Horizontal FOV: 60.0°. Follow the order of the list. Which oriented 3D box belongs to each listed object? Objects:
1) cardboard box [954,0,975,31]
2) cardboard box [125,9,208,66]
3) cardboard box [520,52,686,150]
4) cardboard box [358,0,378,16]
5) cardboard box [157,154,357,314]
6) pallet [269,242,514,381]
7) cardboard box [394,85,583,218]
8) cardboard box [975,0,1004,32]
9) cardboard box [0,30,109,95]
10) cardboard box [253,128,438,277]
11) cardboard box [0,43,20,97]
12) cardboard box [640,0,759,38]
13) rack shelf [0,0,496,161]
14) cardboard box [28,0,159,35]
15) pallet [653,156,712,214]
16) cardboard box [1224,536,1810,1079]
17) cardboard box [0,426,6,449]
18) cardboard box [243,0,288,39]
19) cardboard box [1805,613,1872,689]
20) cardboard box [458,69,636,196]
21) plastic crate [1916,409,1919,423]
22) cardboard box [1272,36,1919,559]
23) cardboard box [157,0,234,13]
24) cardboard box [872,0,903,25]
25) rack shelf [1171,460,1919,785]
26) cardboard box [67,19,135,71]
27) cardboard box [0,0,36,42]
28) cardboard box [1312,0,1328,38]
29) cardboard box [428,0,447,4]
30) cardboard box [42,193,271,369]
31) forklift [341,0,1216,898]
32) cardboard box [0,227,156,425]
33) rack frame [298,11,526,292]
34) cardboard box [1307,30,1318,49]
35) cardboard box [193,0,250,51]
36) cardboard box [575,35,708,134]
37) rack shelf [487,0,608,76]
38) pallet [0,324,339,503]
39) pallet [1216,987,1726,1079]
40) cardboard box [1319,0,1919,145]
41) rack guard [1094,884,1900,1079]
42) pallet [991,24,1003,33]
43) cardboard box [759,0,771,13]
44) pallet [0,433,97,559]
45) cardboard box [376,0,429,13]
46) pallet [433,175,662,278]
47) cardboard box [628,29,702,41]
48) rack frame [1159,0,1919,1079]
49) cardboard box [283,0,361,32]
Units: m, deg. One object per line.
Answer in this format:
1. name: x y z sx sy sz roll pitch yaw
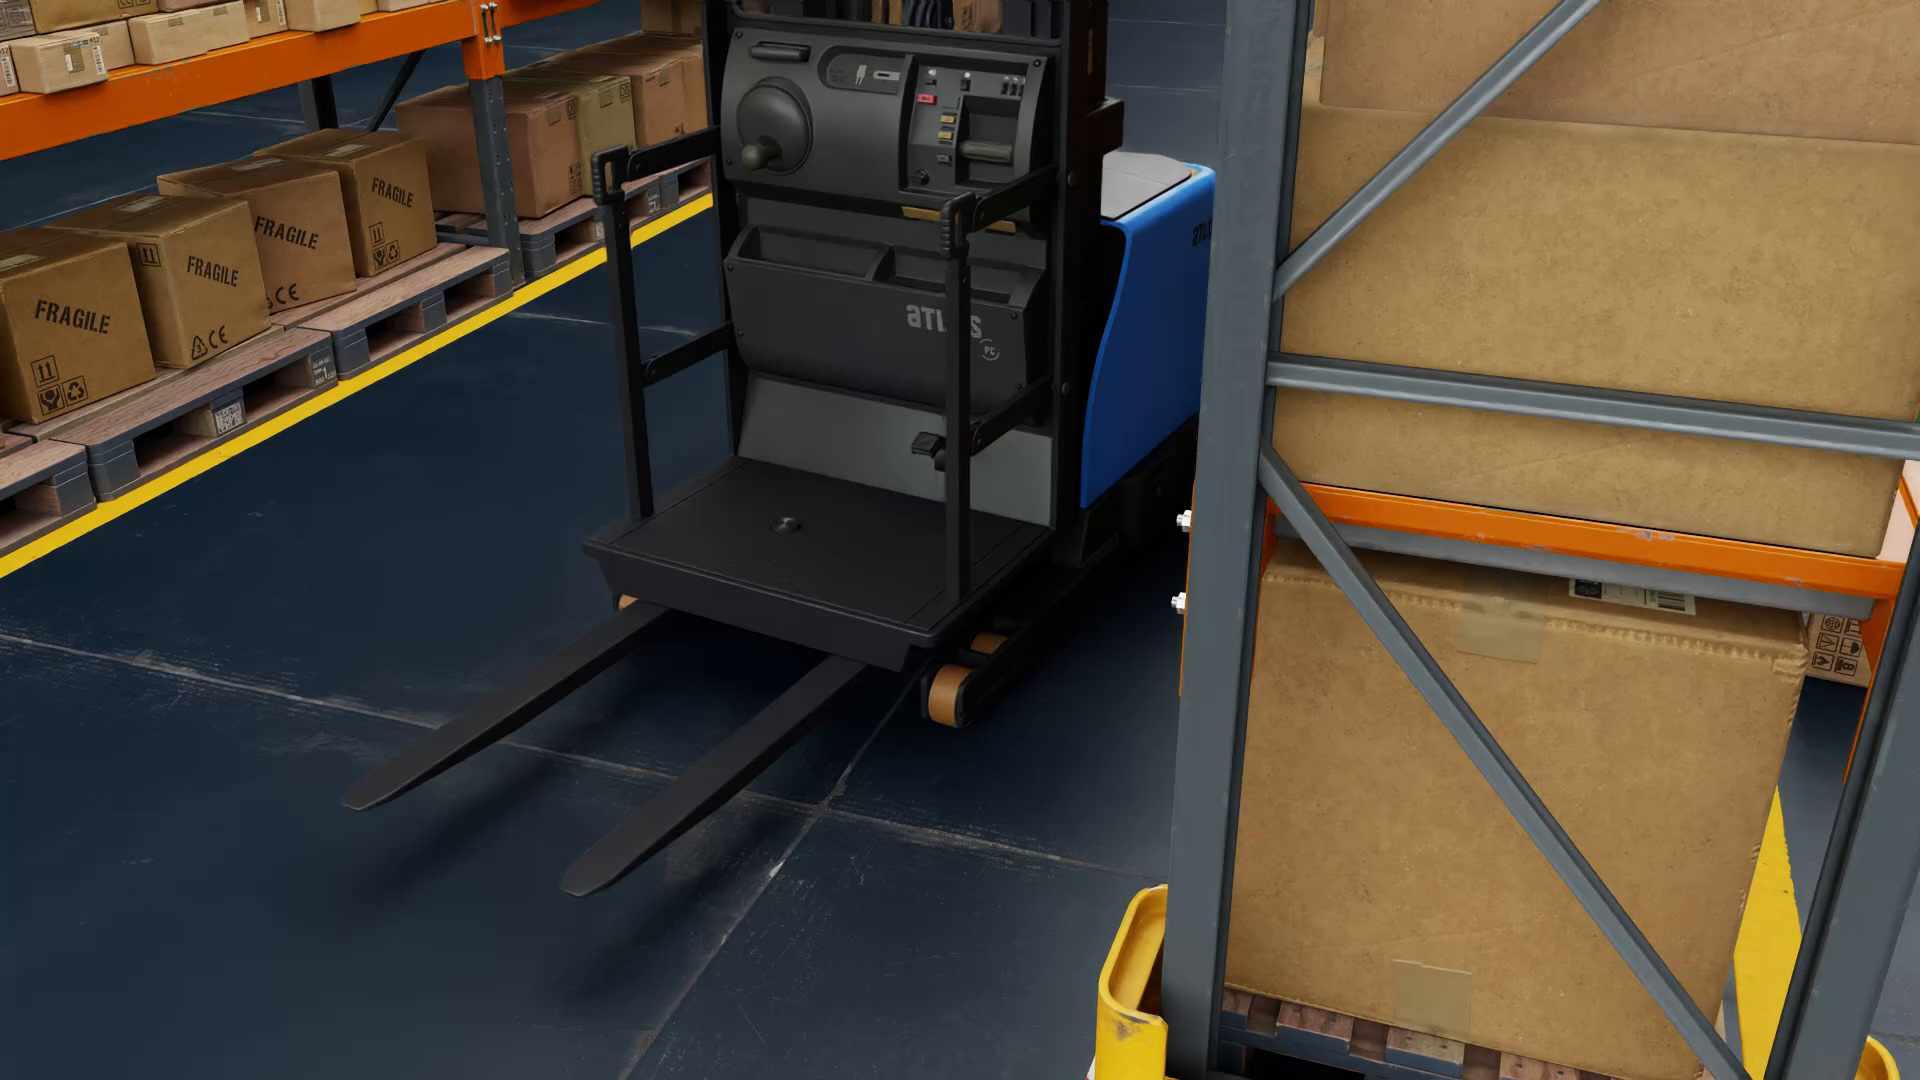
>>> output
1. cardboard box: -0.610 -4.095 12.221 1.225 0.875 0.875 9 27 18
2. cardboard box: -2.801 -1.714 5.637 0.380 0.149 0.250 9 27 17
3. cardboard box: -1.907 -2.318 8.959 0.700 0.500 0.500 6 27 13
4. cardboard box: -2.520 -2.133 6.502 0.380 0.149 0.250 9 27 17
5. cardboard box: -2.848 -1.241 6.758 0.500 0.500 0.500 19 32 34
6. pallet: -2.684 -1.036 7.148 1.003 0.211 1.213 9 27 17
7. cardboard box: -2.270 -1.895 8.085 0.700 0.500 0.500 7 27 13
8. cardboard box: -0.323 -4.460 12.975 1.225 0.875 0.875 8 27 16
9. cardboard box: -2.915 -1.501 5.195 0.380 0.149 0.250 9 27 17
10. cardboard box: -2.665 -1.478 7.247 0.500 0.500 0.500 8 27 16
11. cardboard box: -3.096 -1.413 5.014 0.380 0.149 0.250 9 27 17
12. cardboard box: -1.525 -3.128 9.771 0.500 0.250 0.500 12 28 23
13. rack shelf: -3.160 -1.427 5.580 1.077 0.370 4.000 9 27 17
14. cardboard box: -3.179 -1.956 5.391 0.875 0.500 0.500 9 27 17
15. pallet: -1.832 -2.141 9.429 1.003 0.211 1.213 9 27 17
16. cardboard box: 0.982 0.311 3.122 0.875 0.875 0.875 9 27 18
17. cardboard box: -3.435 -0.498 5.222 0.500 0.500 0.500 17 30 31
18. cardboard box: -2.706 -1.931 6.084 0.380 0.149 0.250 9 27 17
19. cardboard box: 2.601 0.099 4.469 0.500 0.500 0.500 14 29 26
20. cardboard box: -2.093 -2.088 8.484 0.700 0.500 0.500 9 27 17
21. plastic crate: 3.327 -0.311 5.610 0.662 0.188 0.450 -20 23 -36
22. cardboard box: 0.899 -0.394 2.451 0.875 0.550 0.550 9 27 17
23. cardboard box: -2.973 -2.155 5.803 0.875 0.500 0.500 9 27 17
24. cardboard box: -0.914 -3.730 11.467 1.225 0.875 0.875 7 27 15
25. rack shelf: 1.484 -0.666 4.009 1.077 0.370 4.000 9 27 17
26. cardboard box: -2.957 -1.623 5.447 0.380 0.149 0.250 9 27 17
27. cardboard box: -3.356 -1.752 4.970 0.875 0.500 0.500 9 27 17
28. cardboard box: 1.074 -1.108 2.685 0.875 0.550 0.550 9 27 17
29. cardboard box: -2.288 -2.328 6.905 0.380 0.149 0.250 9 27 17
30. cardboard box: -2.981 -0.975 6.208 0.500 0.500 0.500 6 27 13
31. forklift: -0.311 -1.062 4.079 1.130 2.935 3.031 13 29 26
32. cardboard box: -3.209 -0.752 5.748 0.500 0.500 0.500 11 28 22
33. rack frame: -2.494 -2.573 7.121 1.000 3.000 0.127 9 27 17
34. cardboard box: 1.062 -0.624 2.924 0.875 0.550 0.550 9 27 17
35. cardboard box: -2.751 -1.822 5.859 0.380 0.149 0.250 9 27 17
36. cardboard box: -1.722 -2.547 9.432 0.700 0.500 0.500 11 28 22
37. rack shelf: -1.829 -3.071 8.975 1.077 0.370 4.000 9 27 17
38. pallet: -3.089 -0.533 6.109 1.003 0.211 1.213 9 27 17
39. pallet: 1.011 0.747 3.465 1.003 0.211 1.213 9 27 17
40. cardboard box: 0.978 -0.868 2.190 0.875 0.550 0.550 9 27 17
41. rack guard: 0.810 0.967 2.679 1.175 0.500 0.348 9 27 17
42. pallet: -0.018 -4.277 13.841 1.003 0.211 1.213 9 27 17
43. cardboard box: -1.358 -3.347 10.224 0.500 0.250 0.500 10 28 20
44. pallet: -3.496 -0.034 5.077 1.003 0.211 1.213 9 27 17
45. cardboard box: -2.381 -2.227 6.696 0.380 0.149 0.250 9 27 17
46. pallet: -2.236 -1.638 8.390 1.003 0.211 1.213 9 27 17
47. cardboard box: -1.540 -2.781 9.916 0.700 0.500 0.500 6 27 13
48. rack frame: 0.815 -0.168 2.156 0.949 2.616 0.053 9 27 17
49. cardboard box: -2.499 -2.014 6.256 0.380 0.149 0.250 9 27 17
